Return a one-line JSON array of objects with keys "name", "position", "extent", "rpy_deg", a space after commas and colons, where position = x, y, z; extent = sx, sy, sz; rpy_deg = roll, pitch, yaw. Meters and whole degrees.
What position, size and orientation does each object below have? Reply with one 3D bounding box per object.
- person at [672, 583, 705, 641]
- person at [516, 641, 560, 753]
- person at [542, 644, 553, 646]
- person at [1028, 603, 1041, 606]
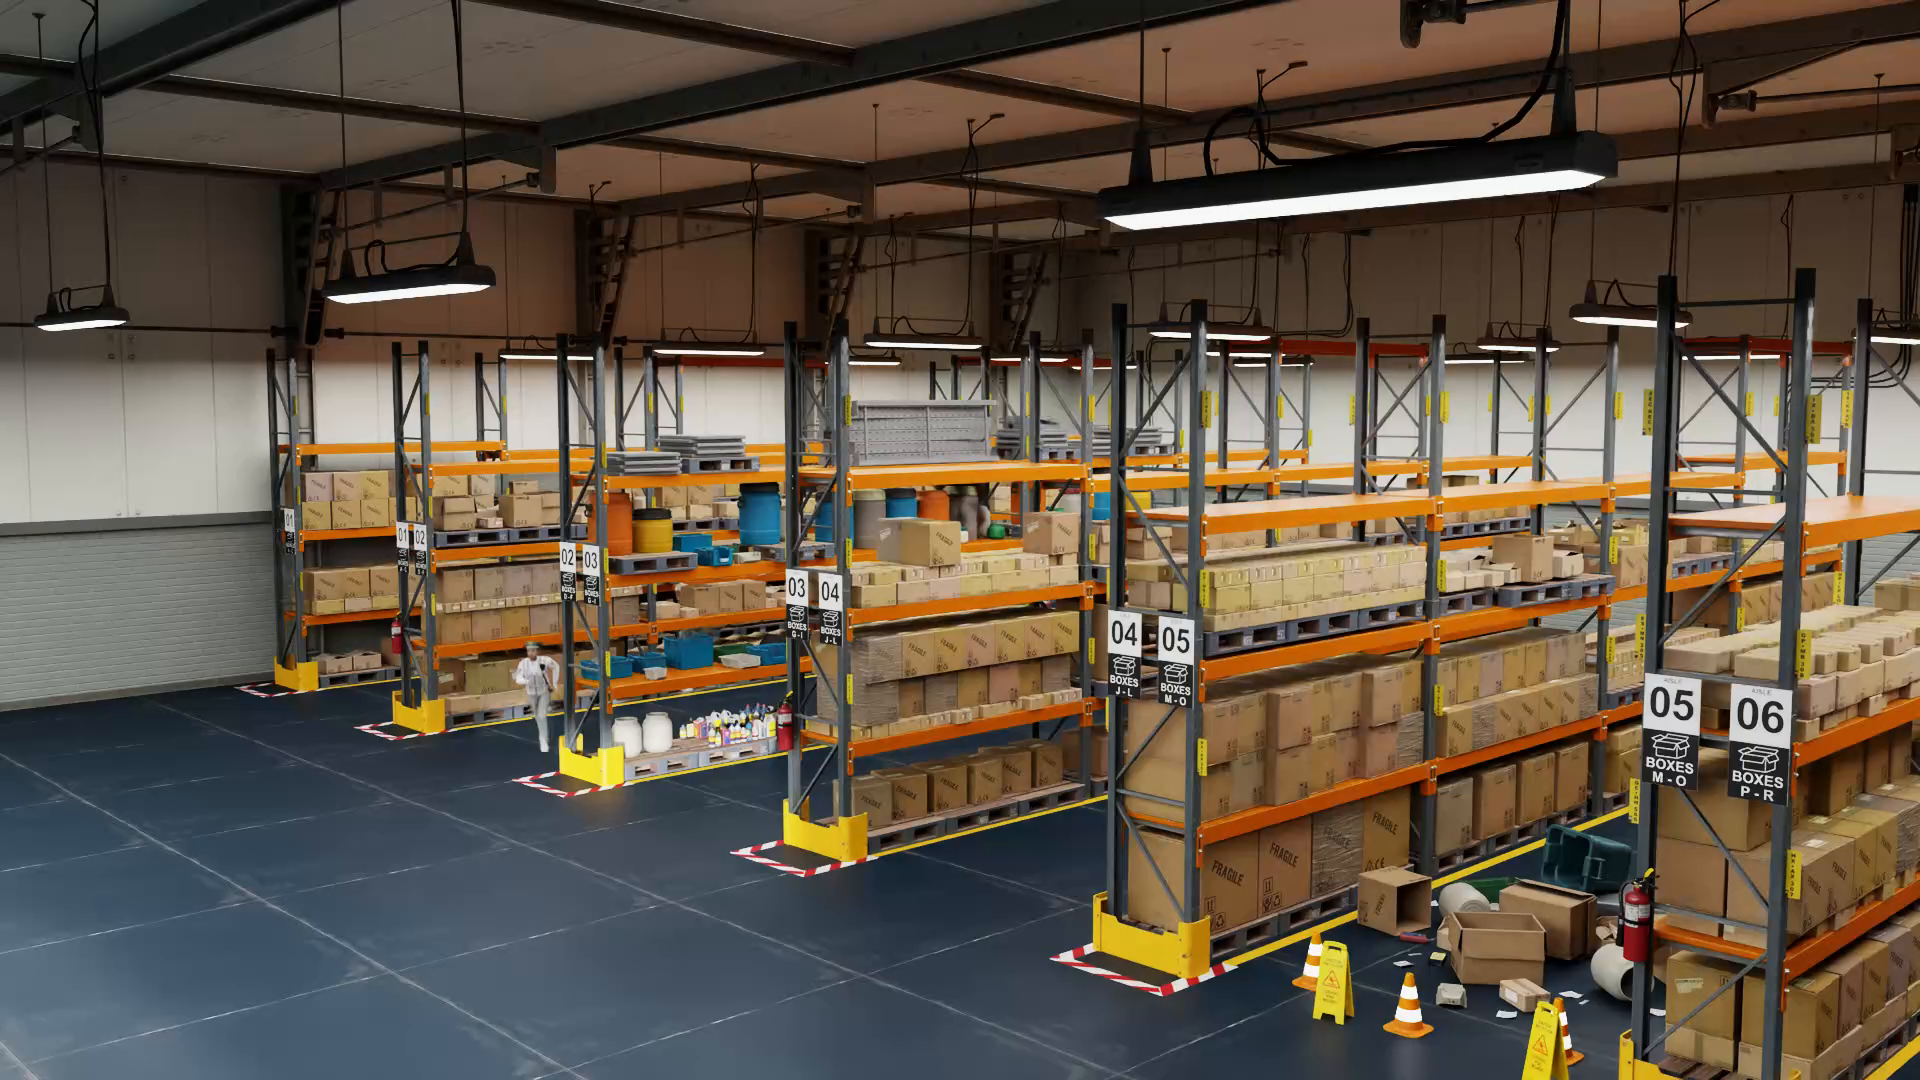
[{"name": "person", "position": [-5.043, 1.635, 31.562], "extent": [0.756, 1.716, 1.019], "rpy_deg": [5, 7, 43]}, {"name": "person", "position": [-6.147, 2.247, 24.236], "extent": [0.531, 1.636, 0.920], "rpy_deg": [0, 5, 5]}, {"name": "person", "position": [-7.497, 1.732, 30.447], "extent": [0.566, 1.619, 0.725], "rpy_deg": [2, 5, 19]}, {"name": "person", "position": [1.691, 1.731, 31.513], "extent": [1.094, 1.443, 0.608], "rpy_deg": [-3, 6, -28]}]
